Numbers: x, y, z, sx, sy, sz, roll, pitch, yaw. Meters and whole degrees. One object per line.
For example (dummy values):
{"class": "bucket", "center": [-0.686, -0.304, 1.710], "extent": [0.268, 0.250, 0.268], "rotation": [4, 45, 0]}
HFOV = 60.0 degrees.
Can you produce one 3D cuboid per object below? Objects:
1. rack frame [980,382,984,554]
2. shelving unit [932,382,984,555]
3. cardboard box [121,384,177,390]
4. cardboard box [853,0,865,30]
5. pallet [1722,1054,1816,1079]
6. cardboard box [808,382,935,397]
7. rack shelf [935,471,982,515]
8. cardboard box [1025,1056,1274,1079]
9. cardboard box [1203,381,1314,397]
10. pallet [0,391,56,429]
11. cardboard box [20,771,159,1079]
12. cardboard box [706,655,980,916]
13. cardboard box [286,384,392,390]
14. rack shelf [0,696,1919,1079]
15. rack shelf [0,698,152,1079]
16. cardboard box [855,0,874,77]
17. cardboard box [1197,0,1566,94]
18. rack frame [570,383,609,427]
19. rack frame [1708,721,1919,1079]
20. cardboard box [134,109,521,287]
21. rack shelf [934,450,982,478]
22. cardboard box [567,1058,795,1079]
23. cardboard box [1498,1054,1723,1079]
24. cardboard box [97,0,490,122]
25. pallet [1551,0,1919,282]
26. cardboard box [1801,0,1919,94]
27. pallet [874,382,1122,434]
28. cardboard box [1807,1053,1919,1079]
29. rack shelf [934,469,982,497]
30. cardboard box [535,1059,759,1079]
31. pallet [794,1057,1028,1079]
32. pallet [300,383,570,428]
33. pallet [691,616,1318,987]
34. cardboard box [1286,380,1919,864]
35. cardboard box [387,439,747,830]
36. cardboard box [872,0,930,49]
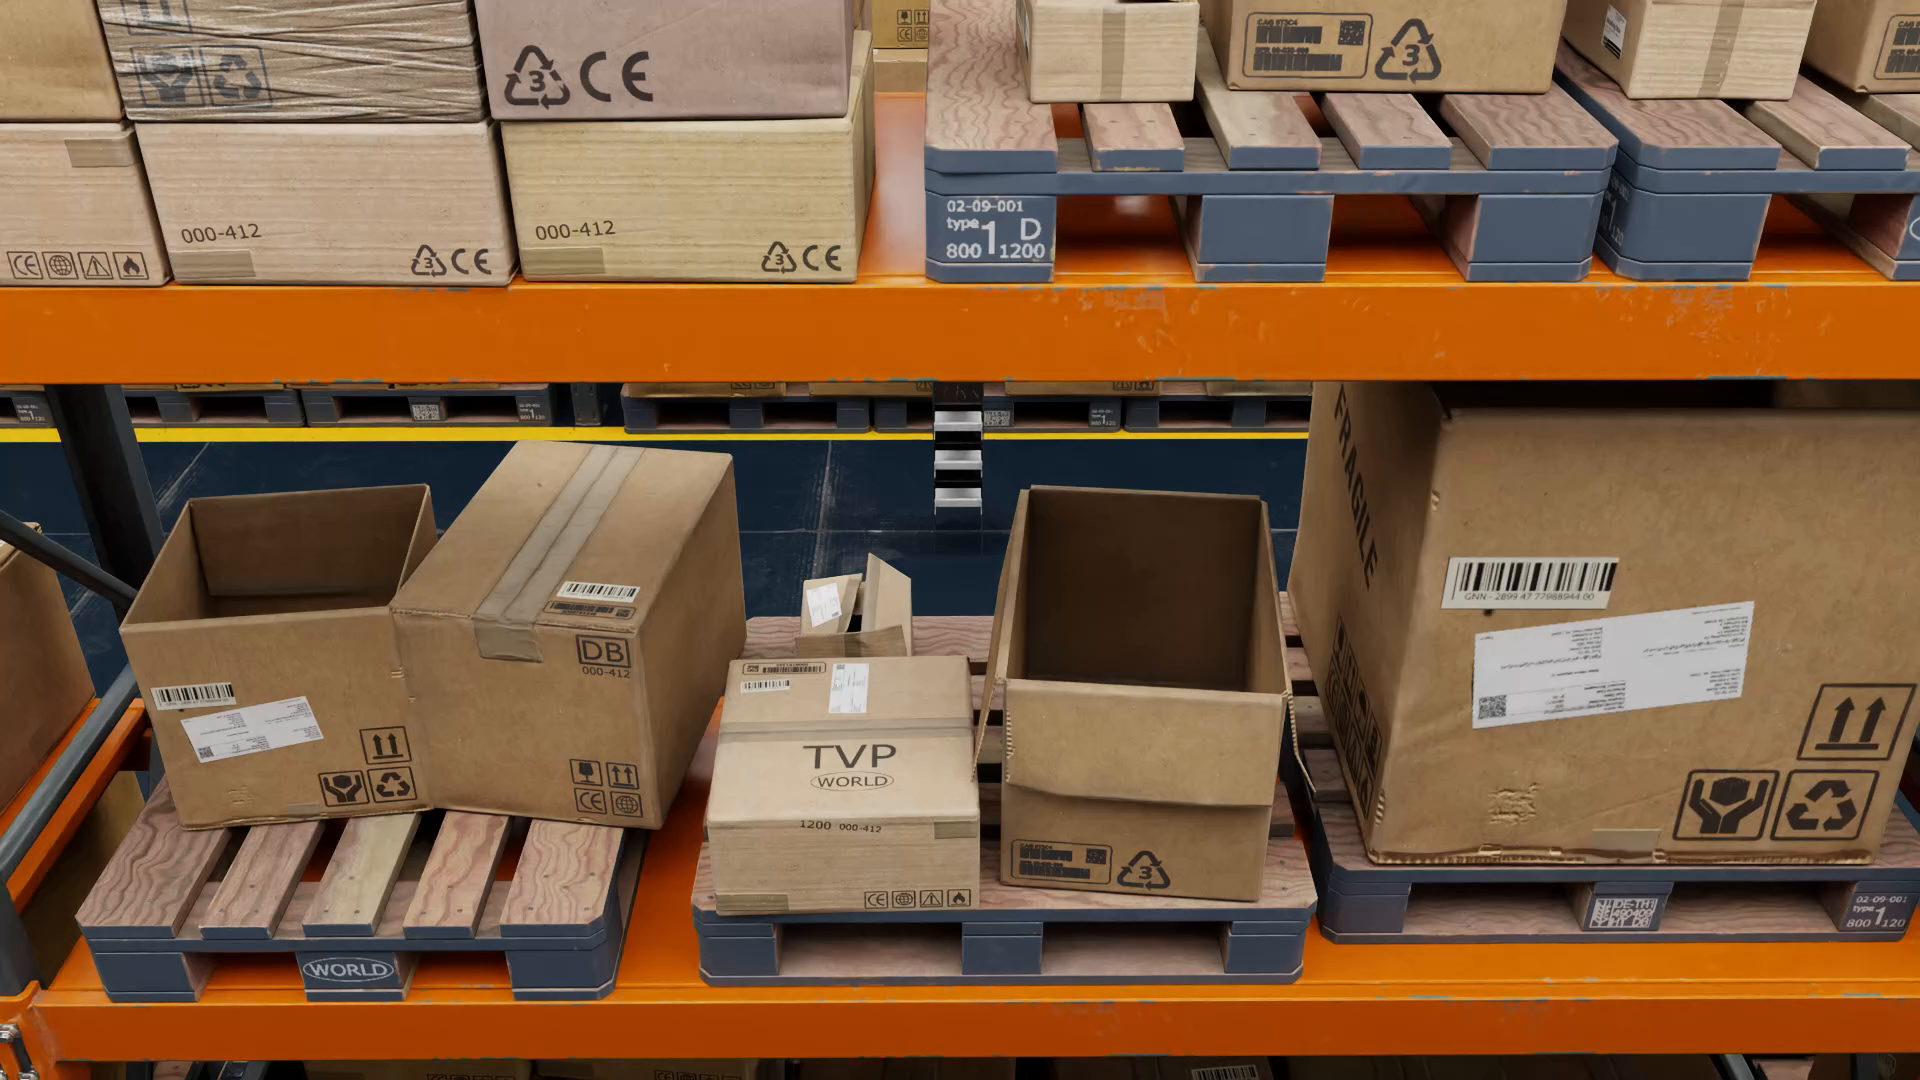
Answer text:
{"class": "rack frame", "center": [0.094, -0.385, 7.017], "extent": [0.006, 0.900, 0.240], "rotation": [0, 31, 0]}
{"class": "shelving unit", "center": [-0.008, -0.385, 7.017], "extent": [0.210, 0.900, 0.258], "rotation": [0, 31, 0]}
{"class": "cardboard box", "center": [-4.034, -1.069, 8.125], "extent": [0.500, 0.500, 0.500], "rotation": [0, 31, 1]}
{"class": "cardboard box", "center": [-0.415, -1.193, 2.854], "extent": [0.500, 0.500, 0.500], "rotation": [0, 31, 1]}
{"class": "pallet", "center": [2.773, 1.638, 4.347], "extent": [1.213, 0.211, 1.003], "rotation": [0, 31, 0]}
{"class": "cardboard box", "center": [-0.344, -1.272, 8.219], "extent": [0.750, 0.750, 1.050], "rotation": [0, 31, 0]}
{"class": "rack shelf", "center": [-0.008, -0.202, 7.127], "extent": [0.200, 0.077, 0.258], "rotation": [0, 31, 0]}
{"class": "cardboard box", "center": [0.451, 1.331, 4.150], "extent": [0.500, 0.500, 0.700], "rotation": [-3, 31, -5]}
{"class": "cardboard box", "center": [1.552, -1.276, 8.226], "extent": [0.750, 0.750, 1.050], "rotation": [0, 31, -1]}
{"class": "pallet", "center": [-5.049, -0.893, 8.519], "extent": [1.213, 0.211, 1.003], "rotation": [0, 31, 0]}
{"class": "cardboard box", "center": [-2.589, 1.199, 4.026], "extent": [0.875, 0.875, 1.225], "rotation": [-2, 31, -3]}
{"class": "cardboard box", "center": [-0.221, 0.477, 3.312], "extent": [0.500, 0.250, 0.500], "rotation": [-1, 31, -2]}
{"class": "cardboard box", "center": [-3.003, -1.068, 8.124], "extent": [0.500, 0.500, 0.500], "rotation": [1, 31, 2]}
{"class": "rack shelf", "center": [0.101, 0.780, 3.767], "extent": [4.000, 0.370, 1.077], "rotation": [0, 31, 0]}
{"class": "rack shelf", "center": [-3.899, 0.792, 3.746], "extent": [4.000, 0.370, 1.077], "rotation": [0, 31, 0]}
{"class": "cardboard box", "center": [-0.427, -0.877, 3.057], "extent": [0.500, 0.250, 0.500], "rotation": [1, 31, 1]}
{"class": "cardboard box", "center": [0.688, -1.087, 2.753], "extent": [0.637, 0.503, 0.797], "rotation": [1, 31, 2]}
{"class": "rack frame", "center": [-1.828, -2.095, 7.811], "extent": [0.127, 3.000, 1.000], "rotation": [0, 31, 0]}
{"class": "rack frame", "center": [2.101, 0.466, 3.590], "extent": [0.127, 3.000, 1.000], "rotation": [0, 31, 0]}
{"class": "cardboard box", "center": [-0.914, -0.611, 2.618], "extent": [0.500, 0.250, 0.500], "rotation": [1, 31, 1]}
{"class": "rack shelf", "center": [-0.008, -0.356, 7.034], "extent": [0.200, 0.077, 0.258], "rotation": [0, 31, 0]}
{"class": "cardboard box", "center": [-0.674, 1.338, 4.138], "extent": [0.500, 0.500, 0.700], "rotation": [-3, 31, -4]}
{"class": "cardboard box", "center": [1.487, 1.337, 4.140], "extent": [0.500, 0.500, 0.700], "rotation": [-2, 31, -4]}
{"class": "cardboard box", "center": [-0.920, -0.928, 2.418], "extent": [0.500, 0.500, 0.500], "rotation": [0, 31, 0]}
{"class": "pallet", "center": [1.483, -0.789, 2.949], "extent": [1.003, 0.211, 1.213], "rotation": [0, 31, 0]}
{"class": "cardboard box", "center": [1.631, -1.090, 2.759], "extent": [0.637, 0.503, 0.797], "rotation": [-2, 31, -3]}
{"class": "pallet", "center": [0.178, -0.868, 8.477], "extent": [1.213, 0.211, 1.003], "rotation": [0, 31, 0]}
{"class": "cardboard box", "center": [2.501, 1.375, 4.098], "extent": [0.500, 0.500, 0.500], "rotation": [-1, 31, -2]}
{"class": "rack shelf", "center": [-0.008, -0.279, 7.081], "extent": [0.200, 0.077, 0.258], "rotation": [0, 31, 0]}
{"class": "cardboard box", "center": [-0.699, 1.014, 3.950], "extent": [0.500, 0.250, 0.500], "rotation": [3, 31, 5]}
{"class": "pallet", "center": [0.100, 1.667, 4.300], "extent": [1.213, 0.211, 1.003], "rotation": [0, 31, 0]}
{"class": "pallet", "center": [-2.609, -0.901, 8.531], "extent": [1.213, 0.211, 1.003], "rotation": [0, 31, 0]}
{"class": "pallet", "center": [0.081, 0.533, 3.665], "extent": [1.213, 0.211, 1.003], "rotation": [0, 31, 0]}
{"class": "cardboard box", "center": [1.306, -0.040, 3.441], "extent": [1.000, 1.000, 1.000], "rotation": [0, 31, 0]}
{"class": "cardboard box", "center": [-0.801, 0.180, 3.560], "extent": [0.500, 0.500, 0.700], "rotation": [4, 32, 7]}
{"class": "cardboard box", "center": [-0.360, -2.566, 7.527], "extent": [0.500, 0.500, 0.700], "rotation": [-1, 31, -1]}
